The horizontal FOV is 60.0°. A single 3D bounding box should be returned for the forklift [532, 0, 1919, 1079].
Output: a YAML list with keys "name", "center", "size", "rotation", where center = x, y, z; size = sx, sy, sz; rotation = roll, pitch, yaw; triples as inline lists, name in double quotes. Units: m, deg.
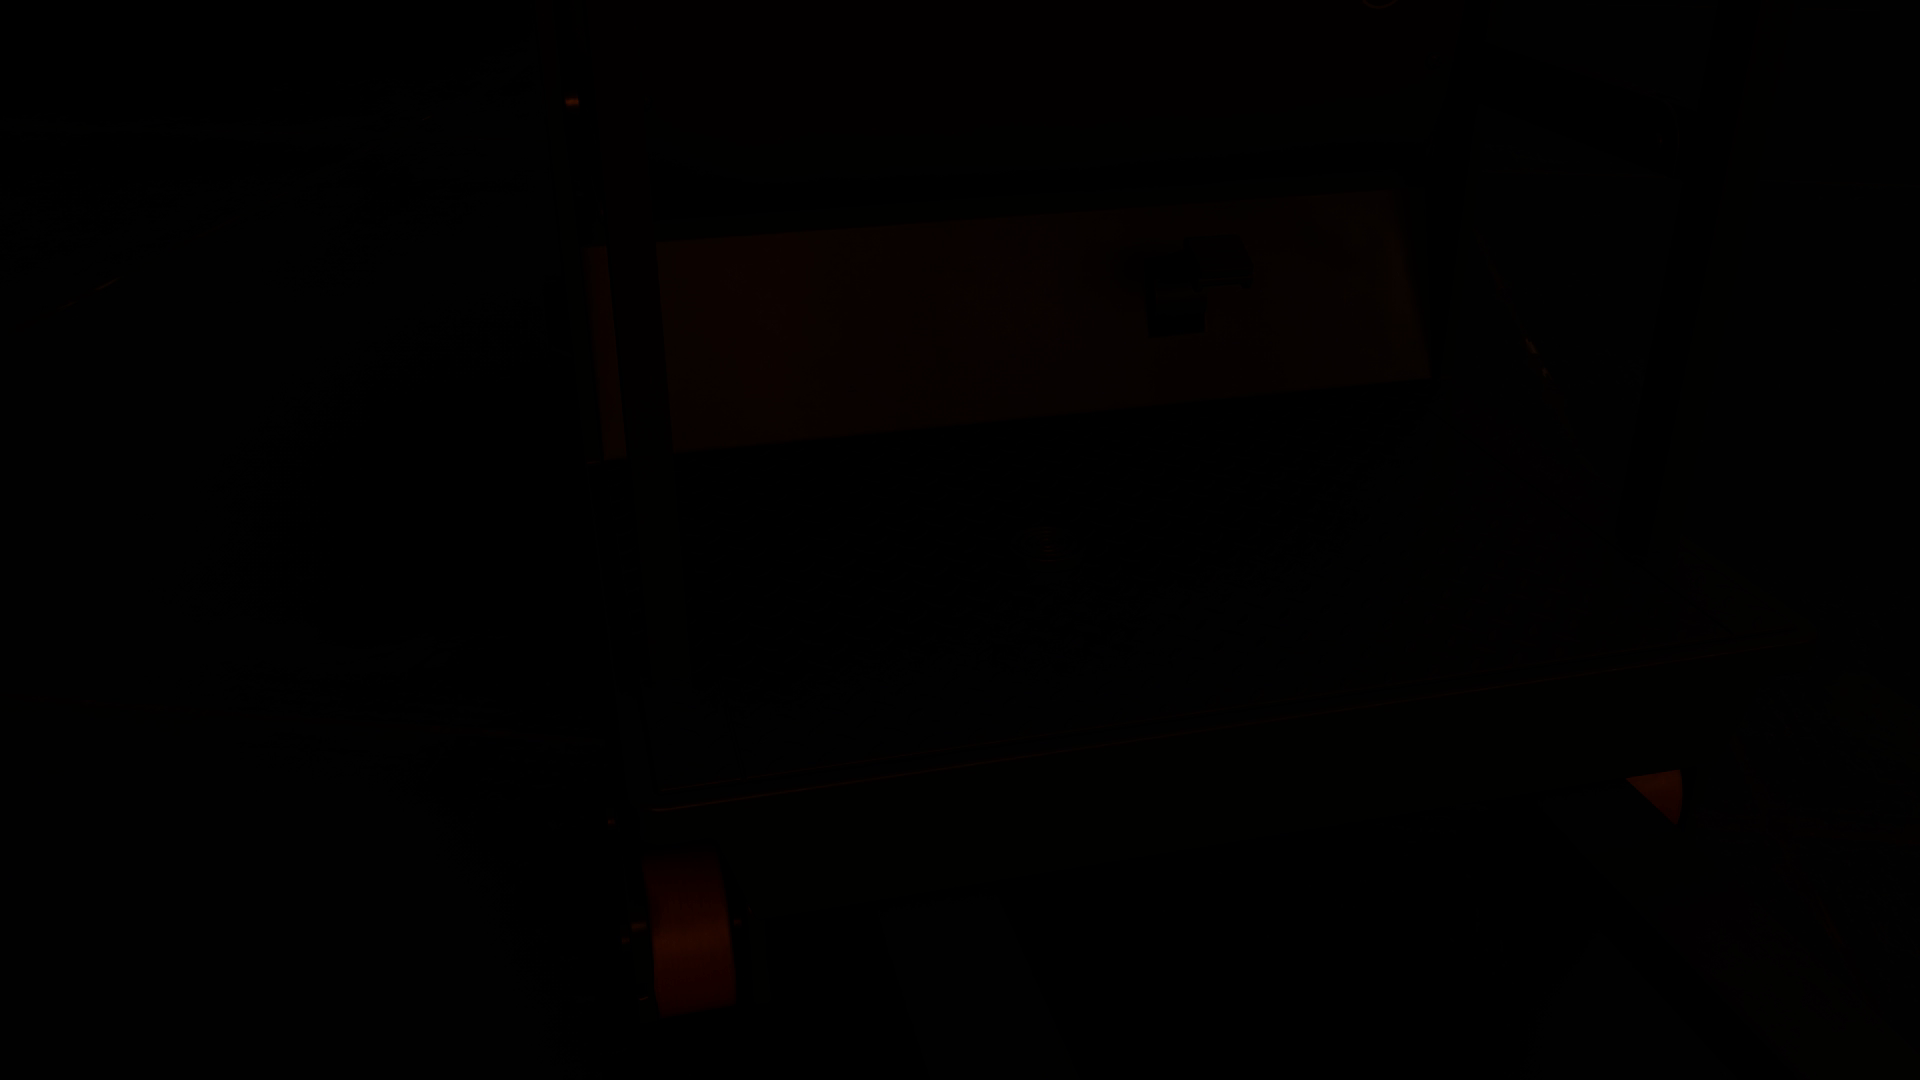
- name: "forklift"
  center: [0.153, -1.049, 1.319]
  size: [1.130, 2.935, 3.031]
  rotation: [-7, 27, -13]
